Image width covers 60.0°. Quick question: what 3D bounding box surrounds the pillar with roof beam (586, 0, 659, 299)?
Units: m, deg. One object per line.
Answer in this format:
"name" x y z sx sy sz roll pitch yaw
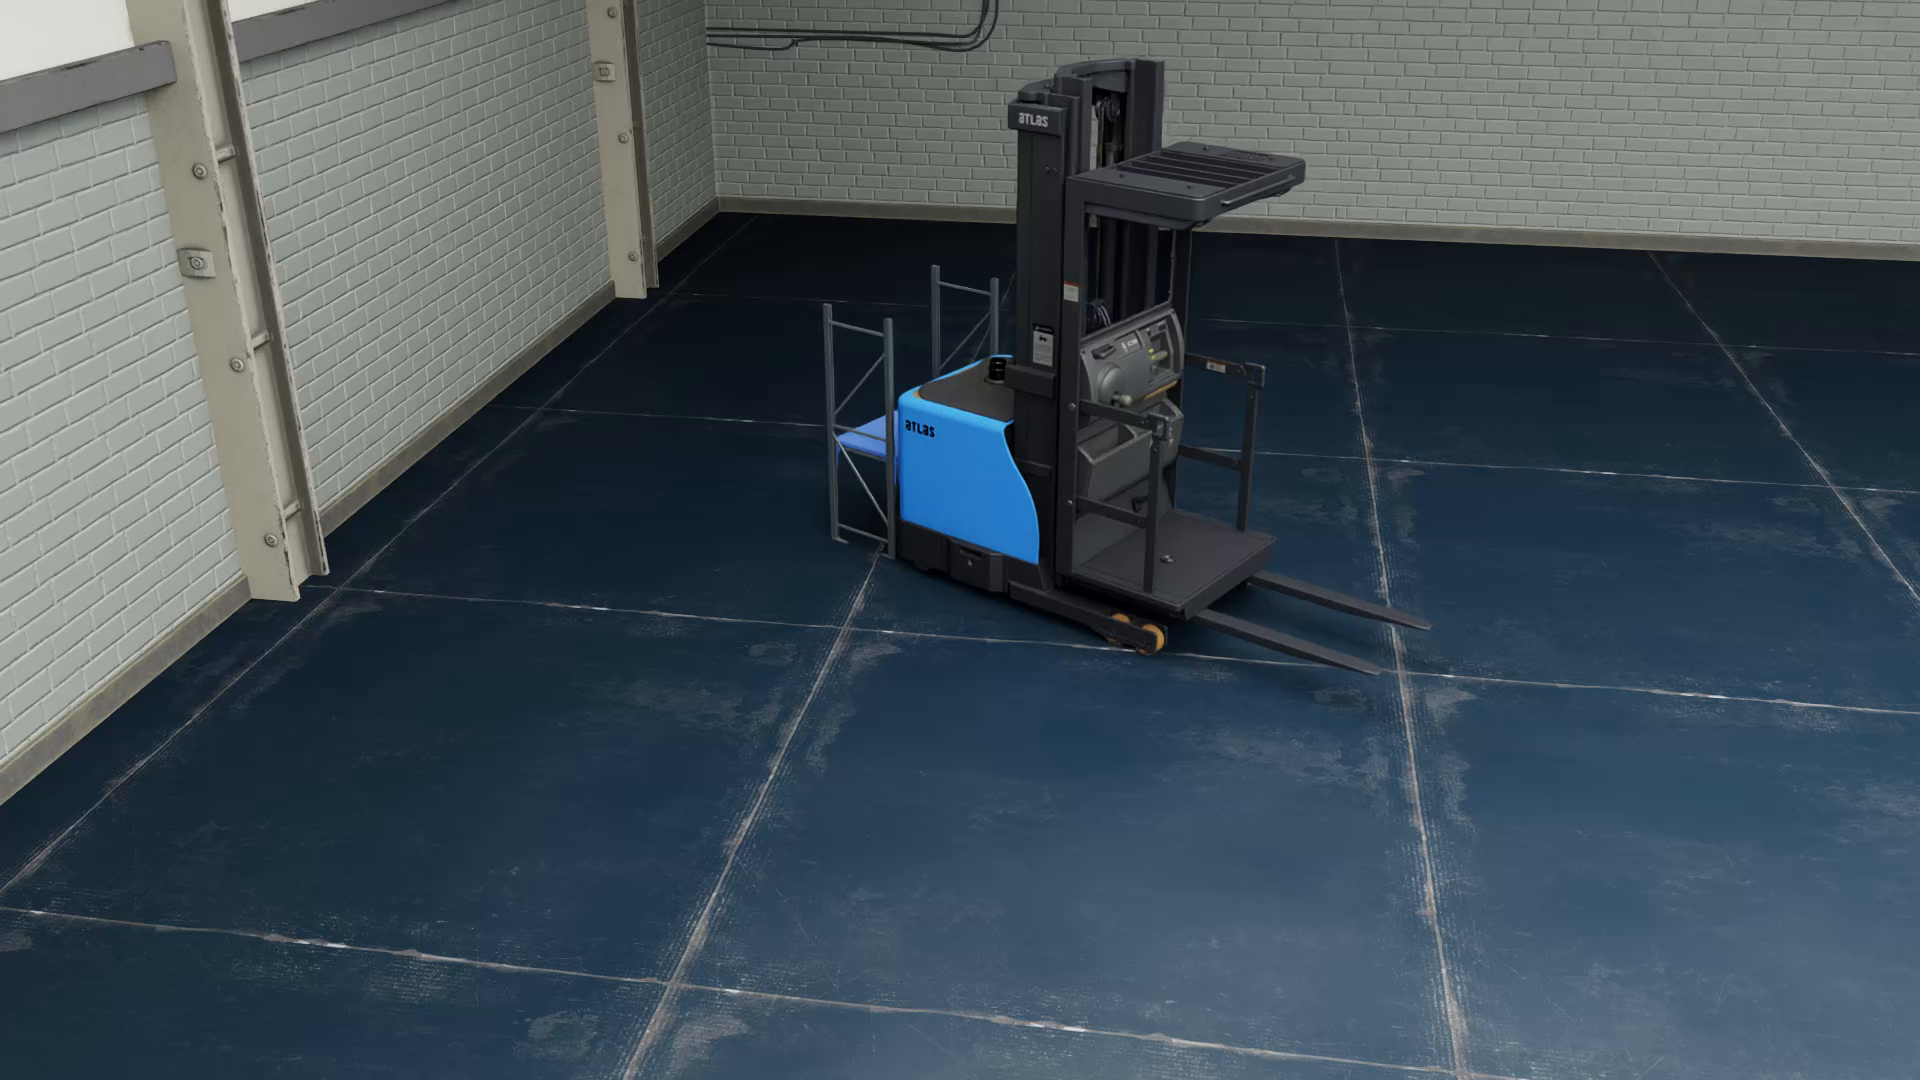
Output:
"pillar with roof beam" 1.313 -6.028 12.514 9.100 9.000 0.400 4 25 9

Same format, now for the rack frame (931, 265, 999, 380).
"rack frame" 0.029 -0.970 10.554 0.500 1.500 0.032 18 30 33

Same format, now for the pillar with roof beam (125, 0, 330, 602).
"pillar with roof beam" 0.332 -3.519 7.153 9.100 9.000 0.400 4 25 9

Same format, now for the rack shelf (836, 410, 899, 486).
"rack shelf" -0.280 -0.636 10.264 0.538 0.185 1.000 18 30 33

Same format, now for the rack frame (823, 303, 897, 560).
"rack frame" -0.588 -0.628 9.822 0.500 1.500 0.032 18 30 33

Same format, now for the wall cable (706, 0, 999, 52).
"wall cable" -1.149 -6.061 16.246 3.097 2.526 0.112 4 25 9

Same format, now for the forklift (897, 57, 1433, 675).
"forklift" 1.099 -0.962 8.847 3.031 2.935 1.130 18 31 34

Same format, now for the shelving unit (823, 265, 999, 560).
"shelving unit" -0.280 -0.799 10.188 0.538 1.500 1.048 18 30 33
